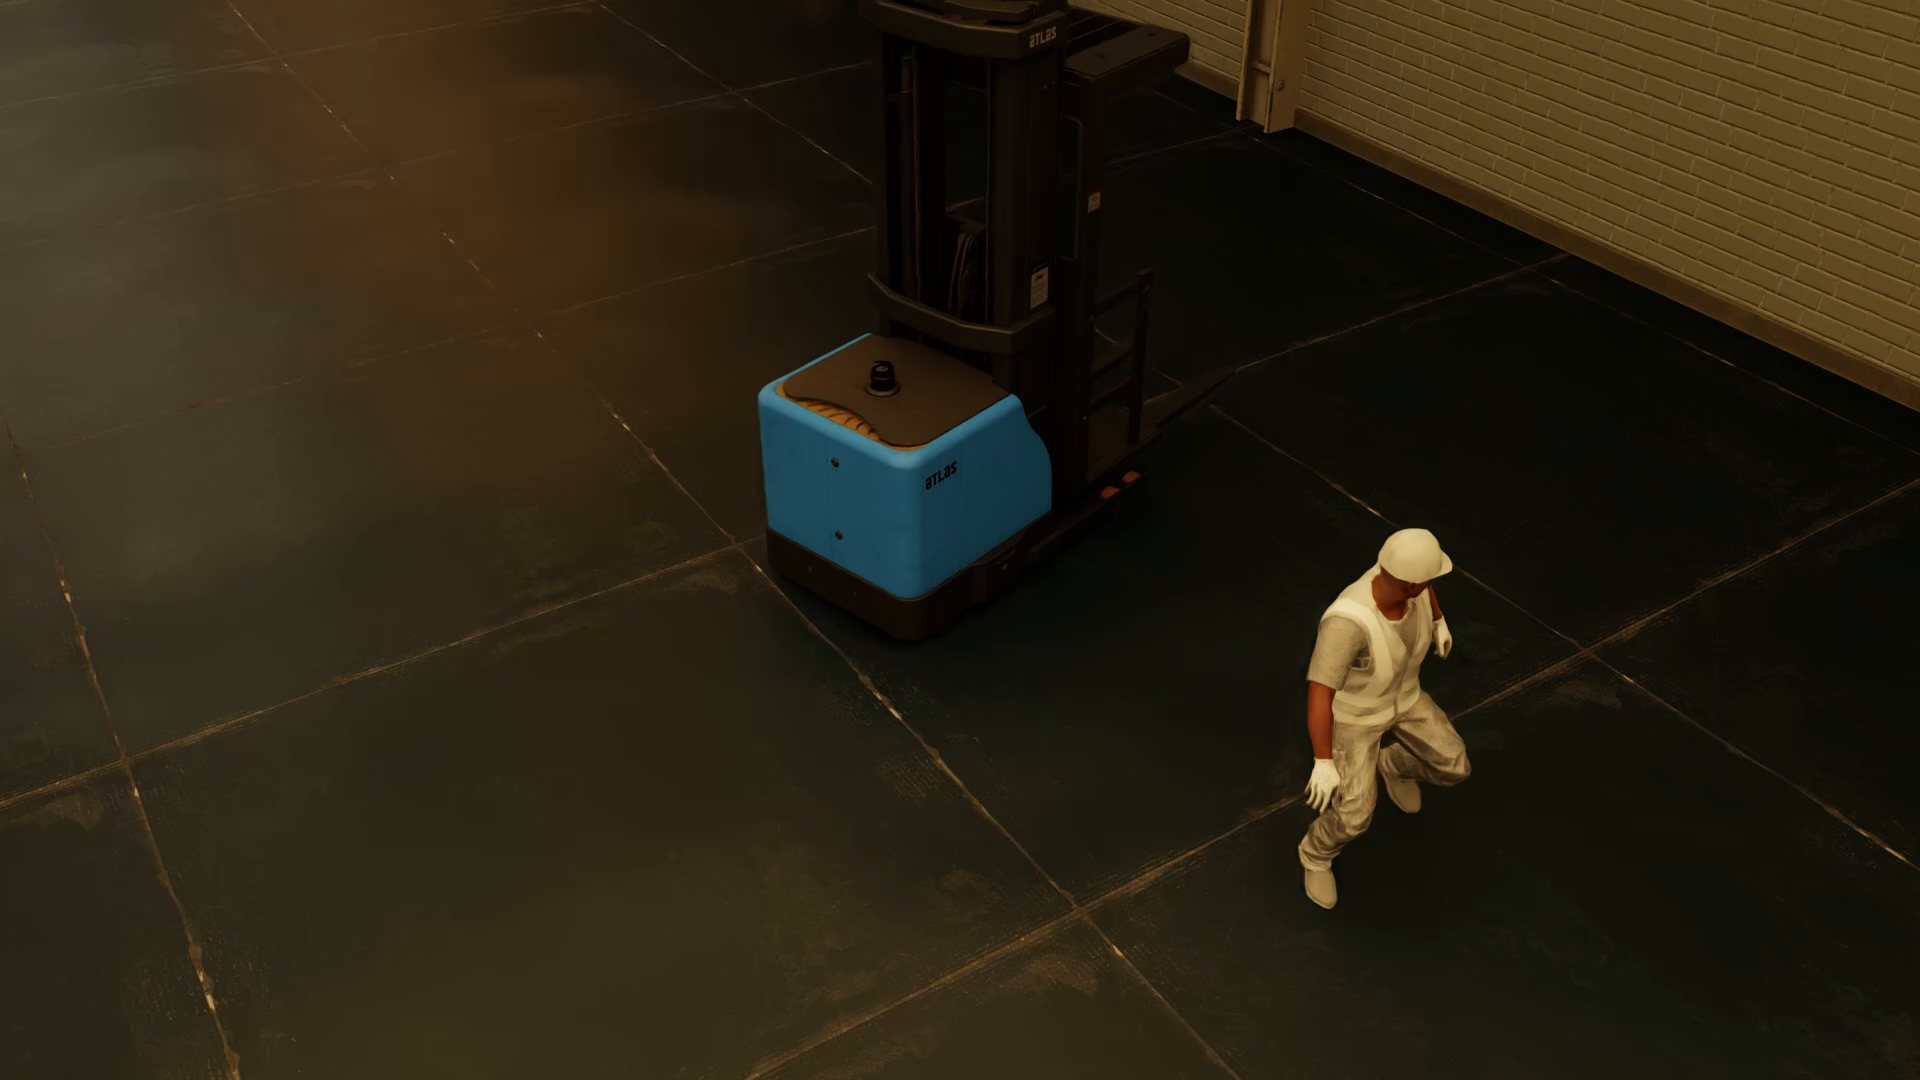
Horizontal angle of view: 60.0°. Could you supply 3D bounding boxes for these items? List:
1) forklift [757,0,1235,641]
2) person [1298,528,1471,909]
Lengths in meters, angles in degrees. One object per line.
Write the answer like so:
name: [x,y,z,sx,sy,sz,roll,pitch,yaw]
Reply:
forklift: [0.369,-1.491,8.269,1.130,2.935,3.031,26,43,32]
person: [1.614,0.631,6.381,0.988,1.657,0.539,-19,39,-25]
